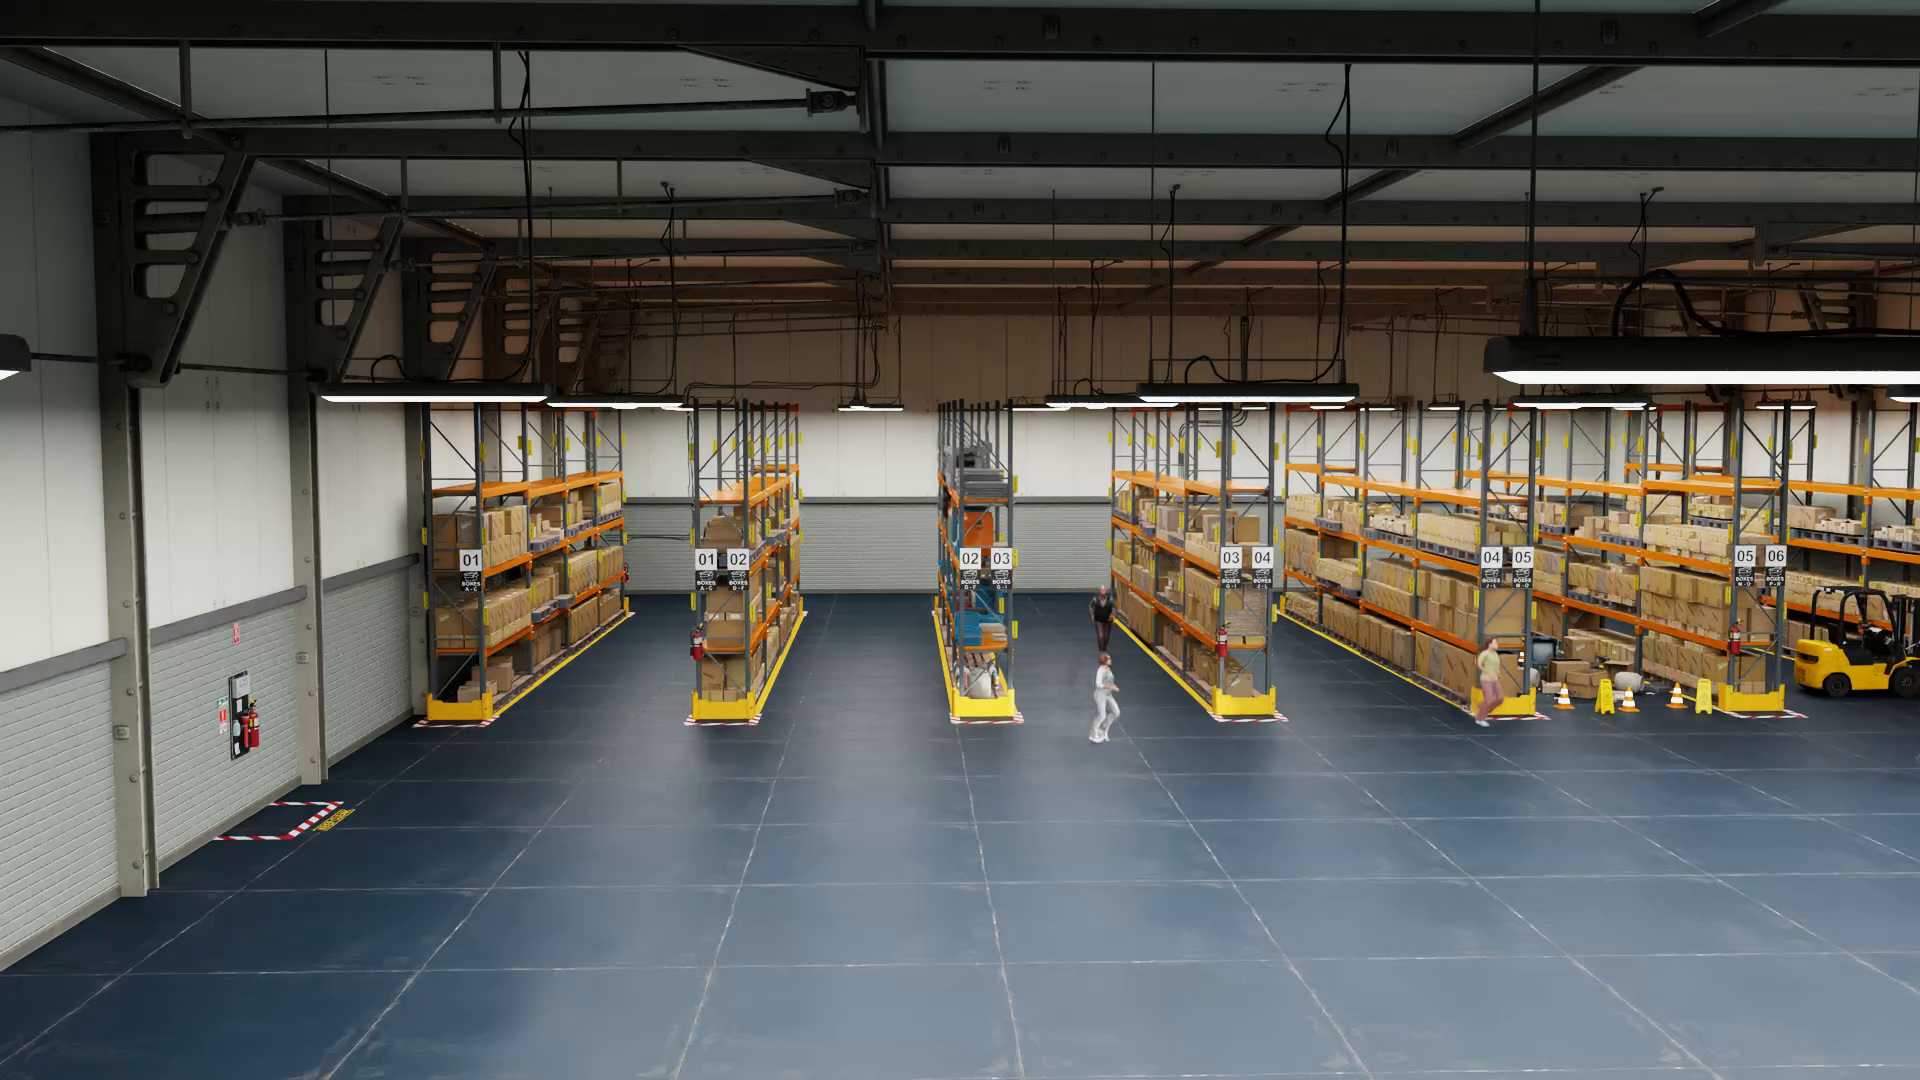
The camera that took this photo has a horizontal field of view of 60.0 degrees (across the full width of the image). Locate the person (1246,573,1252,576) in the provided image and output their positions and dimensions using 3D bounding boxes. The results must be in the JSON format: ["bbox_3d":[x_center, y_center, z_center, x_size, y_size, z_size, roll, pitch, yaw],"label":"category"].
[{"bbox_3d":[8.002,1.248,47.611,0.709,1.735,0.630,3,5,35],"label":"person"}]

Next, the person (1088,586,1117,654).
[{"bbox_3d":[3.346,1.926,38.953,0.673,1.718,0.849,0,4,-2],"label":"person"}]

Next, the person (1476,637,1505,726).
[{"bbox_3d":[9.783,2.595,30.564,0.650,1.630,0.502,-3,5,-36],"label":"person"}]

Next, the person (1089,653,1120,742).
[{"bbox_3d":[2.516,2.741,28.851,0.628,1.583,0.540,3,5,31],"label":"person"}]
